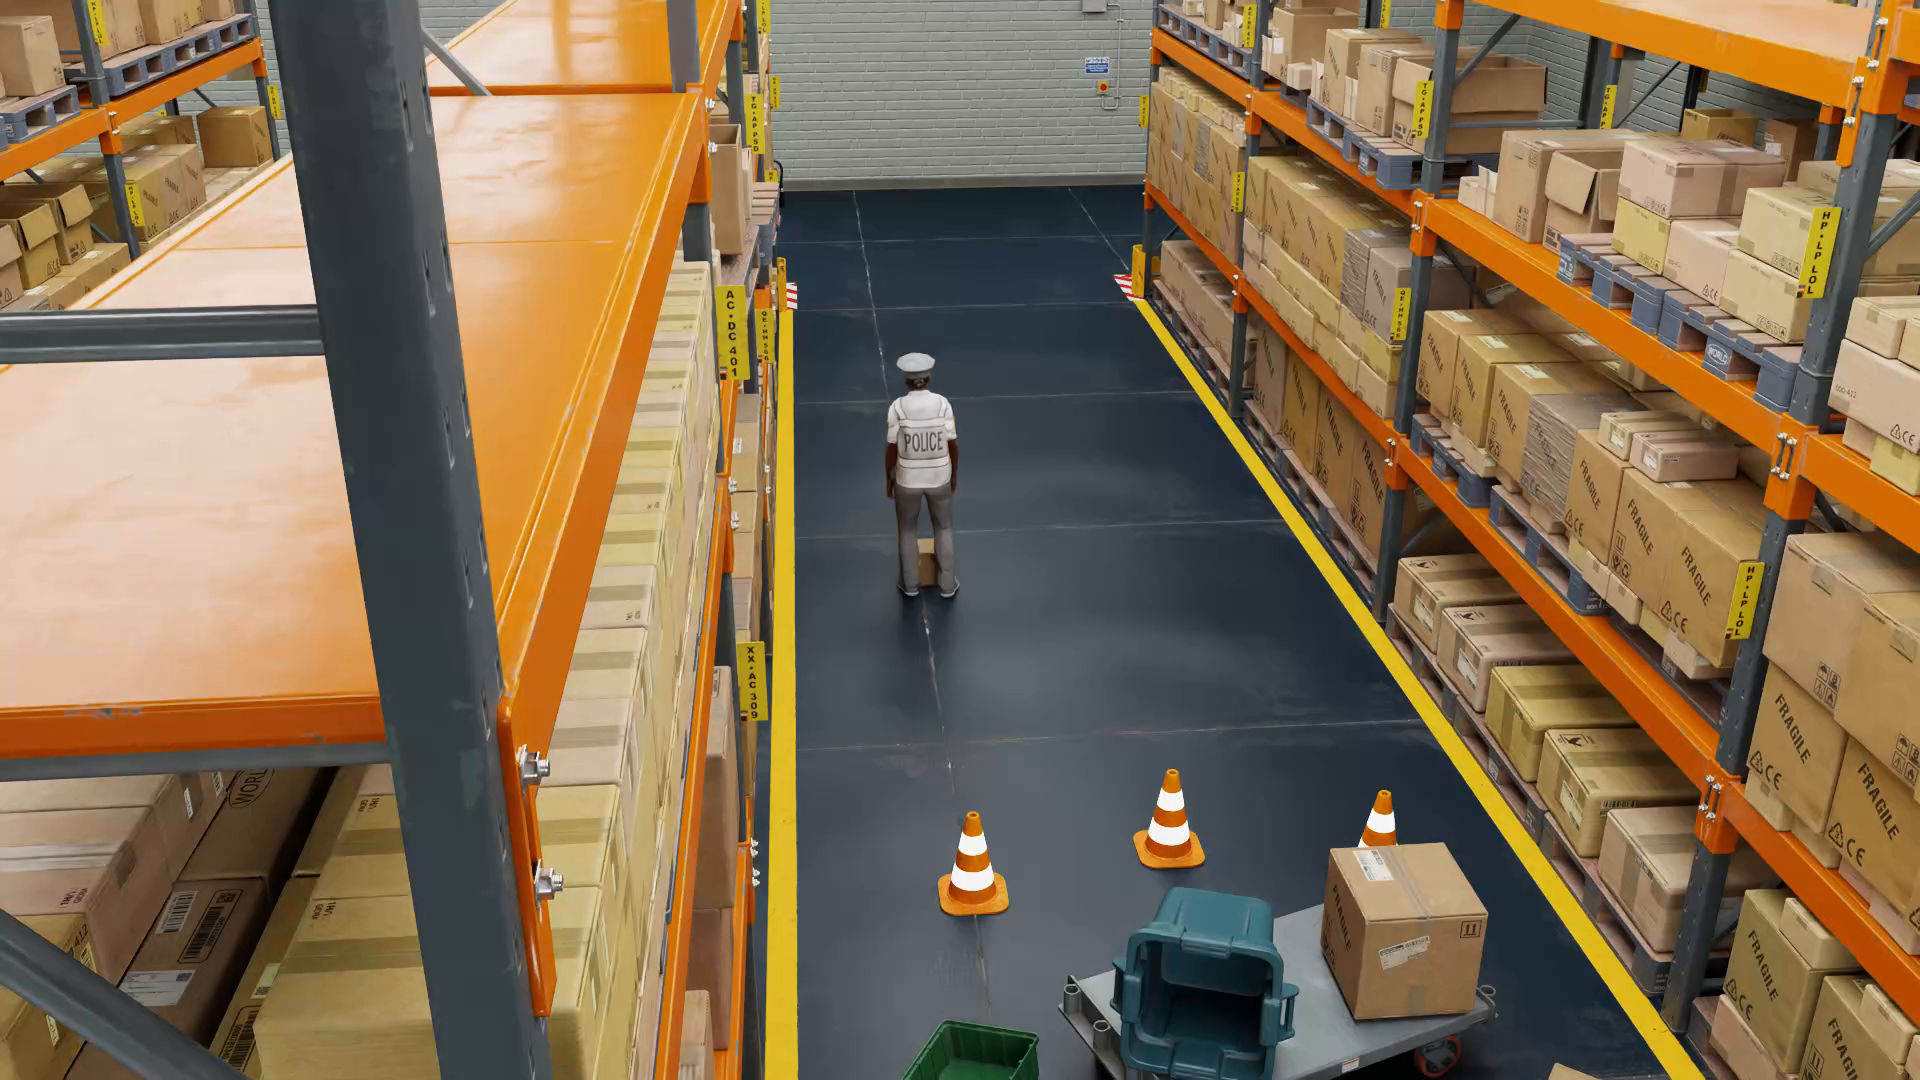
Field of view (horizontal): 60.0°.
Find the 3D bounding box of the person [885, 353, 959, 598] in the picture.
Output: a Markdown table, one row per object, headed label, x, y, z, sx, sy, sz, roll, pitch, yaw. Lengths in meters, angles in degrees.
| label | x | y | z | sx | sy | sz | roll | pitch | yaw |
| --- | --- | --- | --- | --- | --- | --- | --- | --- | --- |
| person | -0.246 | -0.400 | 11.006 | 0.509 | 1.658 | 0.425 | -3 | 24 | -7 |
